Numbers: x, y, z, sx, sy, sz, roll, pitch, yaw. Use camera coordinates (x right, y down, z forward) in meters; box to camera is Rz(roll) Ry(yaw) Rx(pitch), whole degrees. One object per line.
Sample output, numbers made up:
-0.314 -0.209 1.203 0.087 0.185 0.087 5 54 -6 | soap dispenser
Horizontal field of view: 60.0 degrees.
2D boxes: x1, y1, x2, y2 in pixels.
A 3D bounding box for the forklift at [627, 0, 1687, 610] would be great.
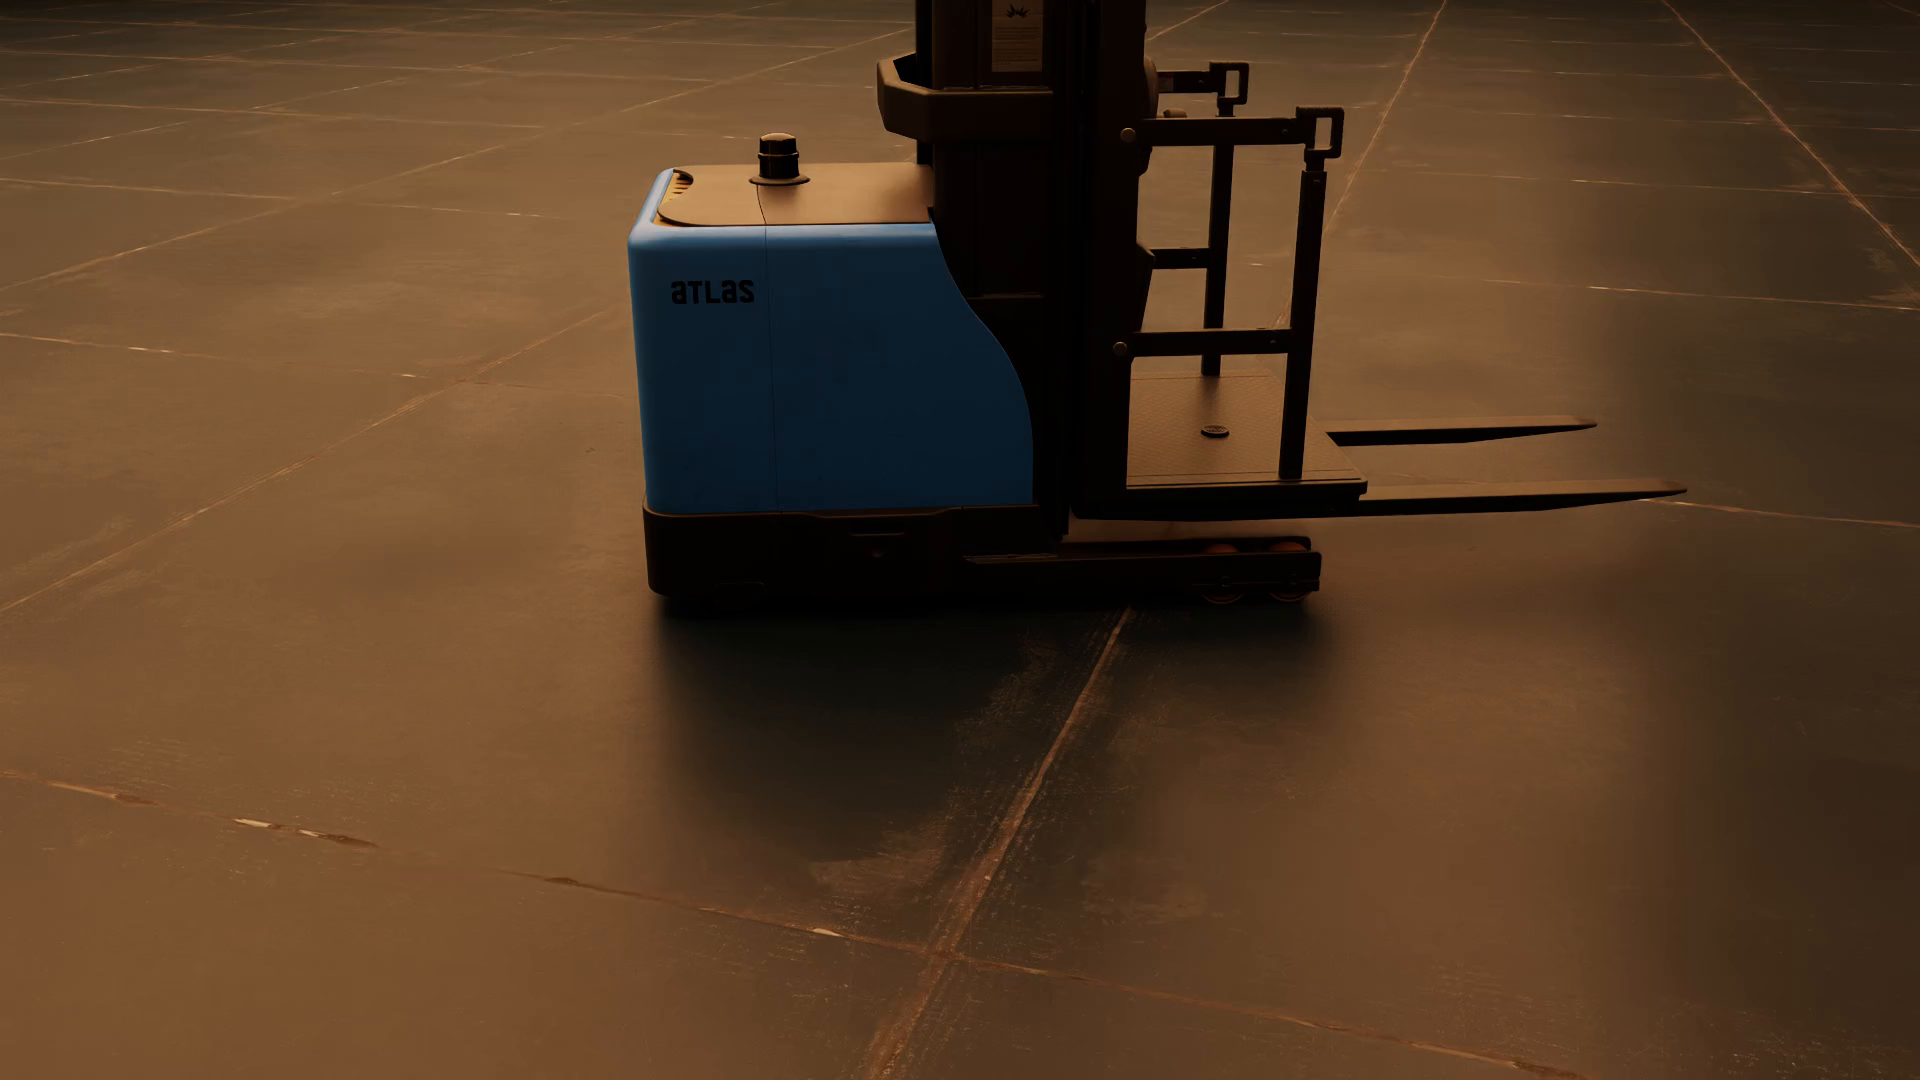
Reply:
0.606 -1.374 4.608 3.031 2.935 1.130 -2 23 -4 | forklift
